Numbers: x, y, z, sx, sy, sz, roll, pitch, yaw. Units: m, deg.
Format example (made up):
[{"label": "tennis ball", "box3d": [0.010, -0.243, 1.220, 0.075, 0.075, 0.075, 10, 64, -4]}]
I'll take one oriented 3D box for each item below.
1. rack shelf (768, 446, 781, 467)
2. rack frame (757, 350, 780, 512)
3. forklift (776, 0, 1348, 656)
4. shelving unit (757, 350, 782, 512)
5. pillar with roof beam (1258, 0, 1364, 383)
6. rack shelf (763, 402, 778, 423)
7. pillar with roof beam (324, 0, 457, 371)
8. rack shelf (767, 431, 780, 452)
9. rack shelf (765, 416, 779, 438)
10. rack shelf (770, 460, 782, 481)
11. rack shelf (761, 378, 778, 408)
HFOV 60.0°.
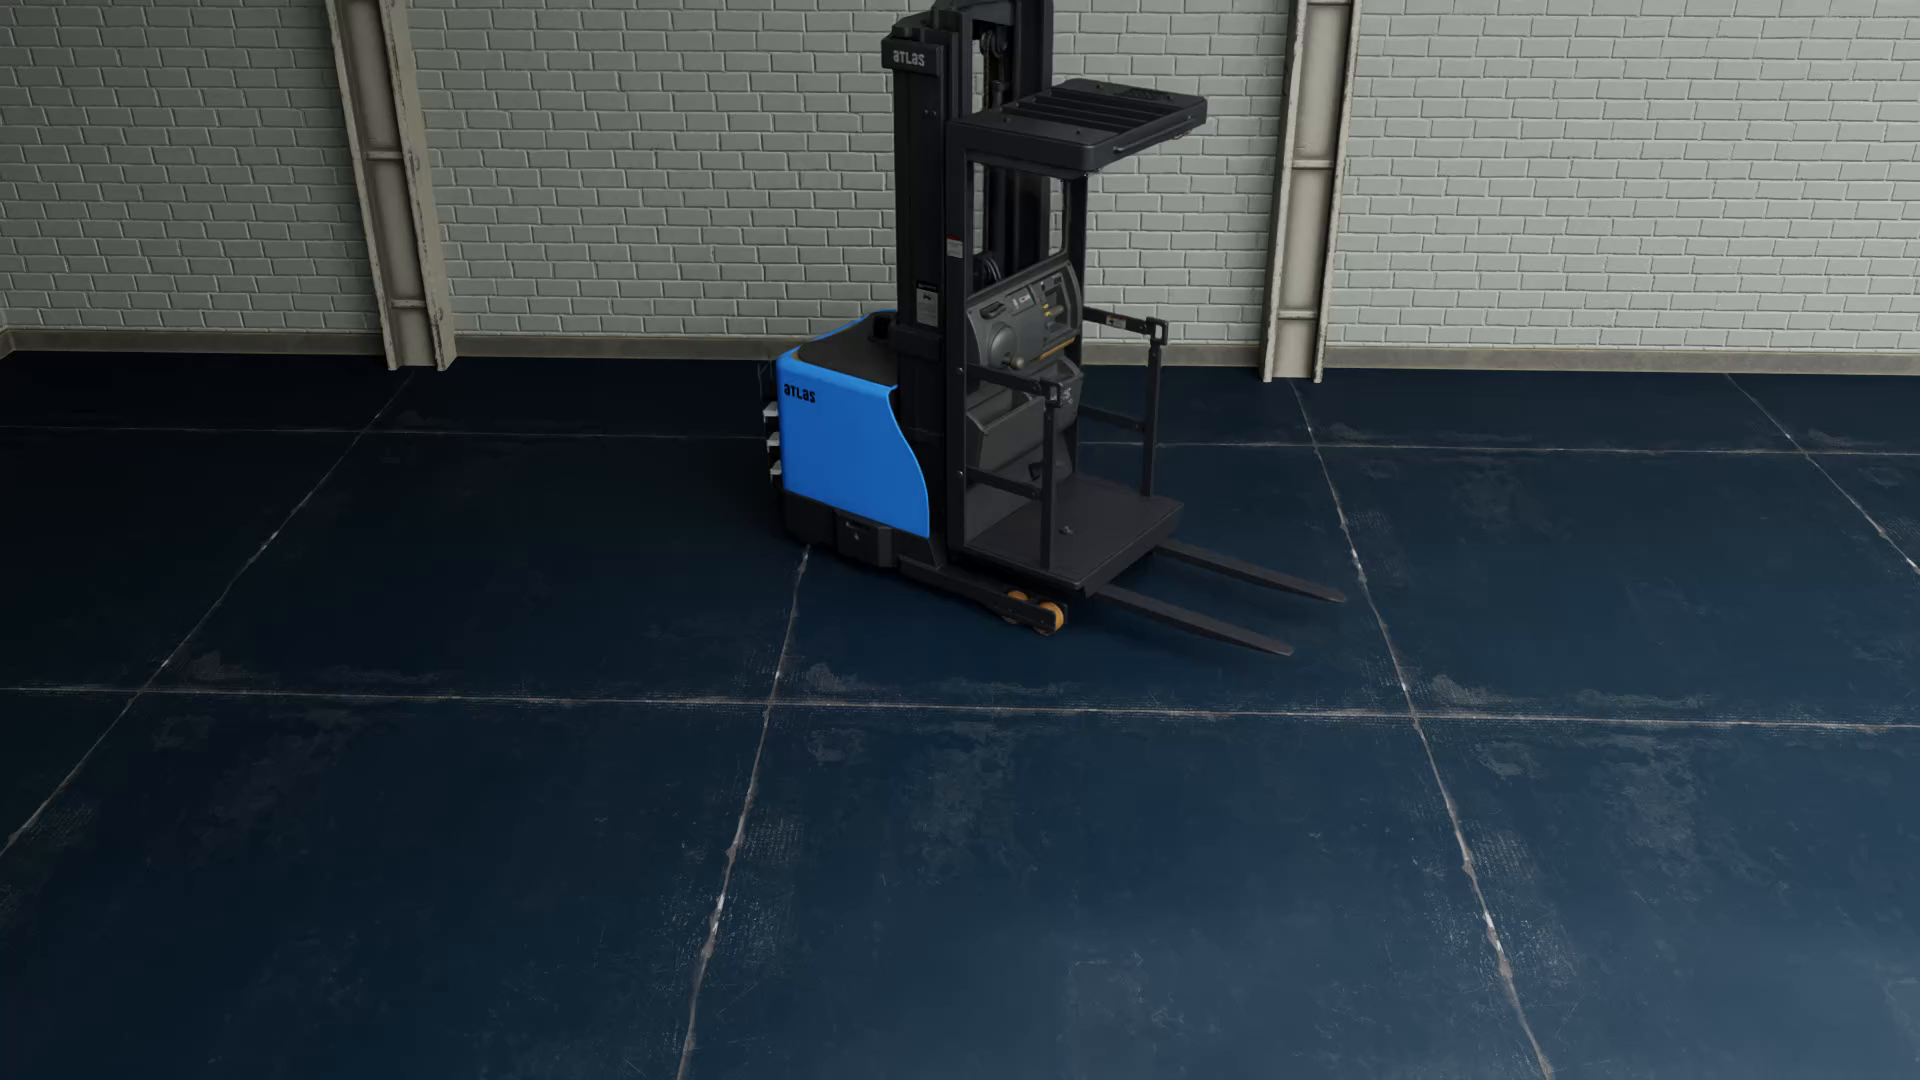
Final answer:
[{"label": "rack shelf", "box3d": [-0.960, -0.503, 9.489, 0.200, 0.077, 0.258, 2, 28, 10]}, {"label": "rack frame", "box3d": [-1.067, -0.615, 9.451, 0.006, 0.900, 0.240, 2, 28, 10]}, {"label": "forklift", "box3d": [0.500, -1.099, 8.194, 3.031, 2.935, 1.130, 19, 33, 31]}, {"label": "shelving unit", "box3d": [-0.967, -0.612, 9.433, 0.210, 0.900, 0.258, 2, 28, 10]}, {"label": "pillar with roof beam", "box3d": [2.105, -3.102, 5.493, 0.400, 9.000, 9.100, 1, 28, 2]}, {"label": "rack shelf", "box3d": [-0.975, -0.742, 9.365, 0.200, 0.077, 0.258, 2, 28, 10]}, {"label": "pillar with roof beam", "box3d": [-3.892, -3.201, 5.680, 0.400, 9.000, 9.100, 1, 28, 2]}, {"label": "rack shelf", "box3d": [-0.965, -0.583, 9.448, 0.200, 0.077, 0.258, 2, 28, 10]}, {"label": "rack shelf", "box3d": [-0.970, -0.663, 9.407, 0.200, 0.077, 0.258, 2, 28, 10]}, {"label": "rack shelf", "box3d": [-0.955, -0.423, 9.531, 0.200, 0.077, 0.258, 2, 28, 10]}, {"label": "rack shelf", "box3d": [-0.981, -0.822, 9.324, 0.200, 0.077, 0.258, 2, 28, 10]}]
